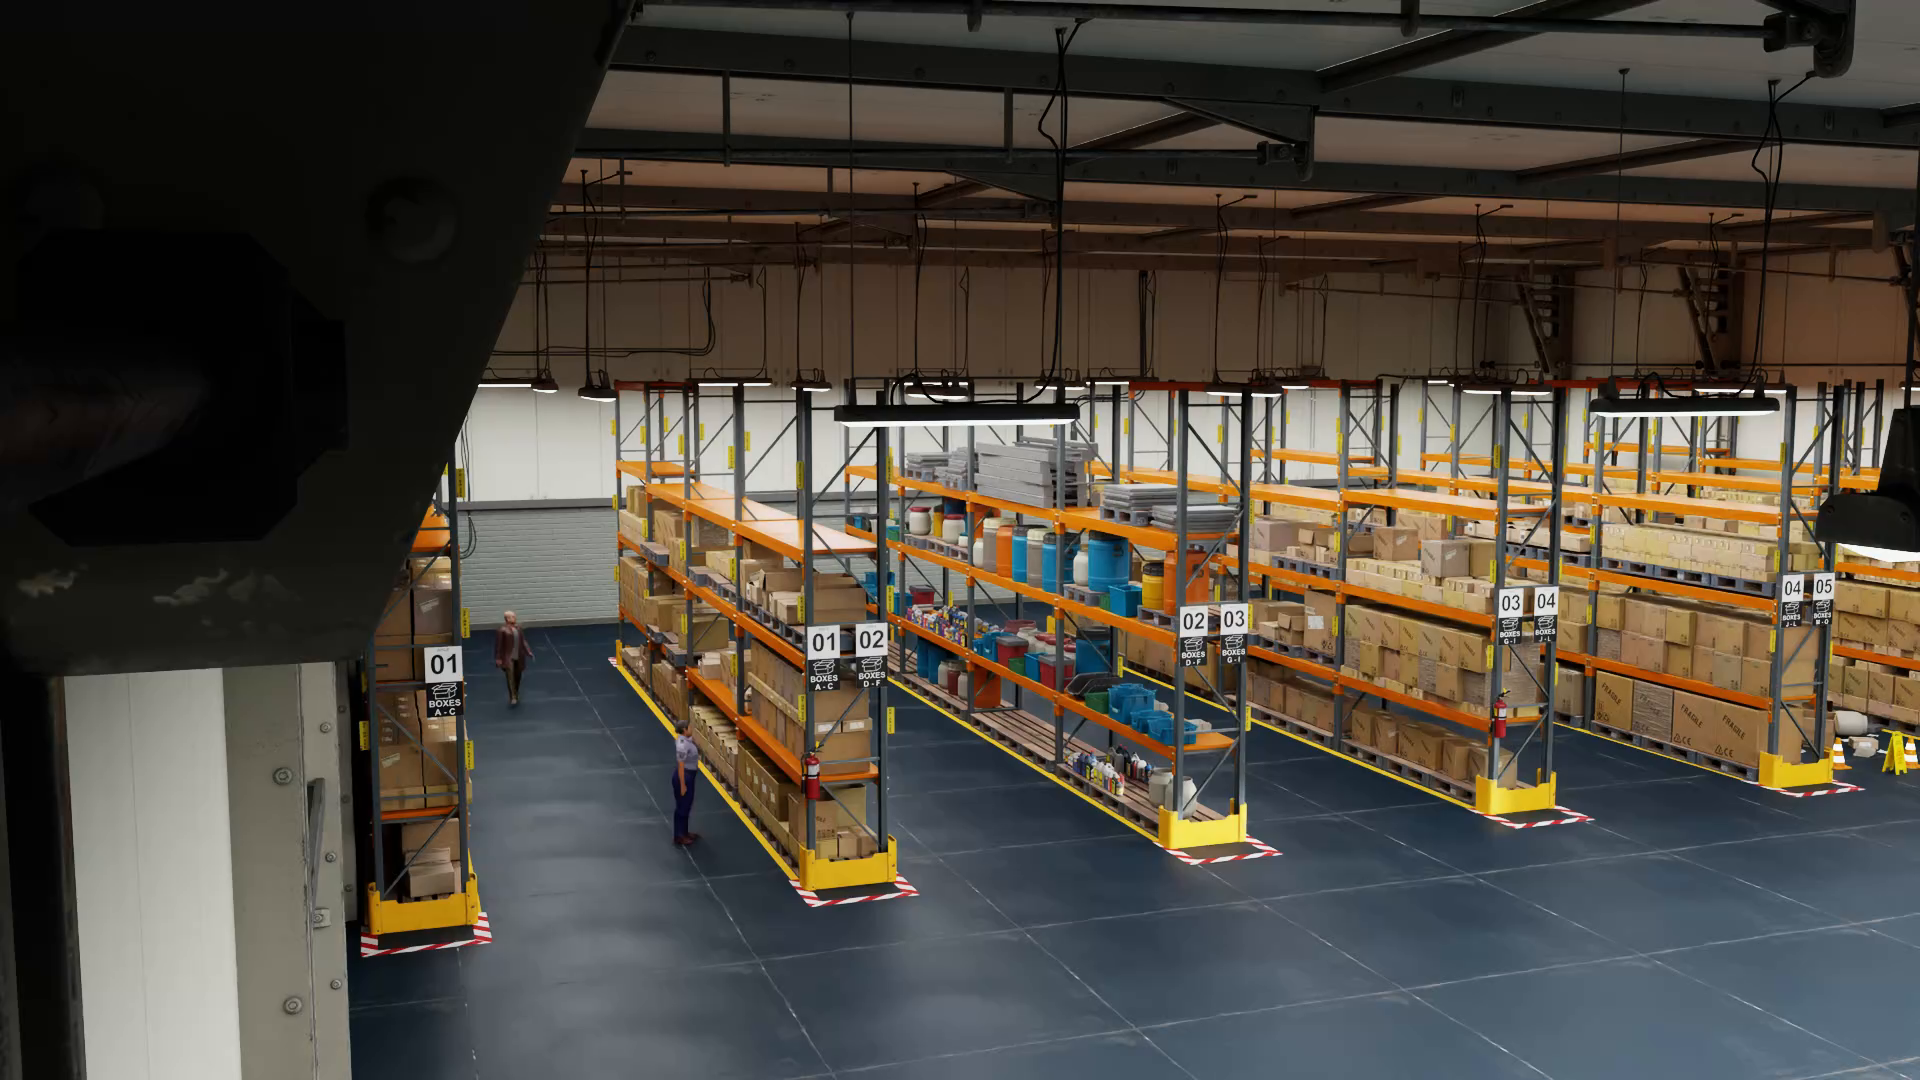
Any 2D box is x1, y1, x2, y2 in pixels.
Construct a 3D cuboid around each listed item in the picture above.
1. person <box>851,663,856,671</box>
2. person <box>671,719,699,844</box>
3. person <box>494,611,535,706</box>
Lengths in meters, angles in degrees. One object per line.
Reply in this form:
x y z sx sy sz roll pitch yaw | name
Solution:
-1.890 1.962 31.052 0.389 1.593 0.450 -5 8 -42 | person
-3.644 3.191 22.067 0.358 1.644 0.578 -1 6 -6 | person
-8.315 2.184 30.996 0.733 1.726 1.125 -3 7 -27 | person
